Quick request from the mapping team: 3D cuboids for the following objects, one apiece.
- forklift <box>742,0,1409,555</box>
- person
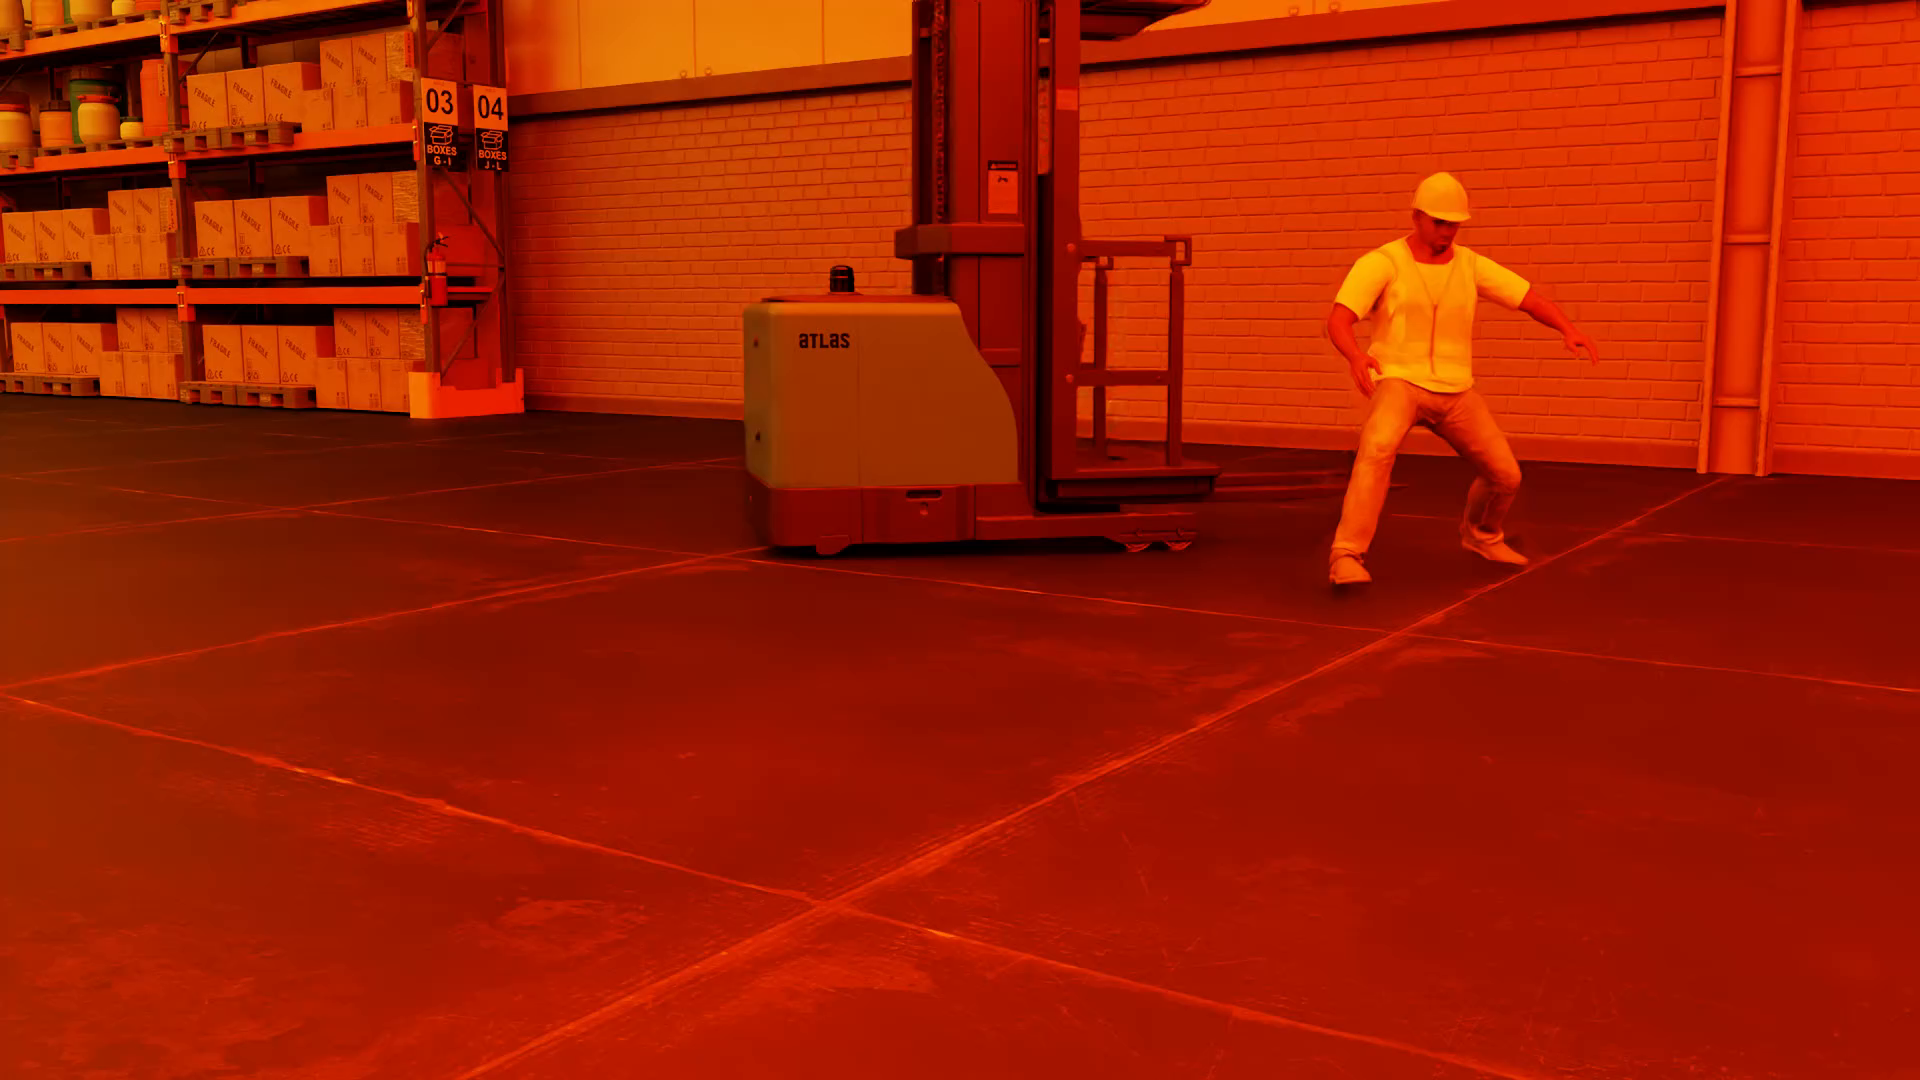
[{"bbox_3d":[0.558,-1.475,7.565,3.031,2.935,1.130,-2,8,-14],"label":"forklift"},{"bbox_3d":[1.892,-0.626,6.519,1.065,1.606,0.996,-1,8,-5],"label":"person"}]
